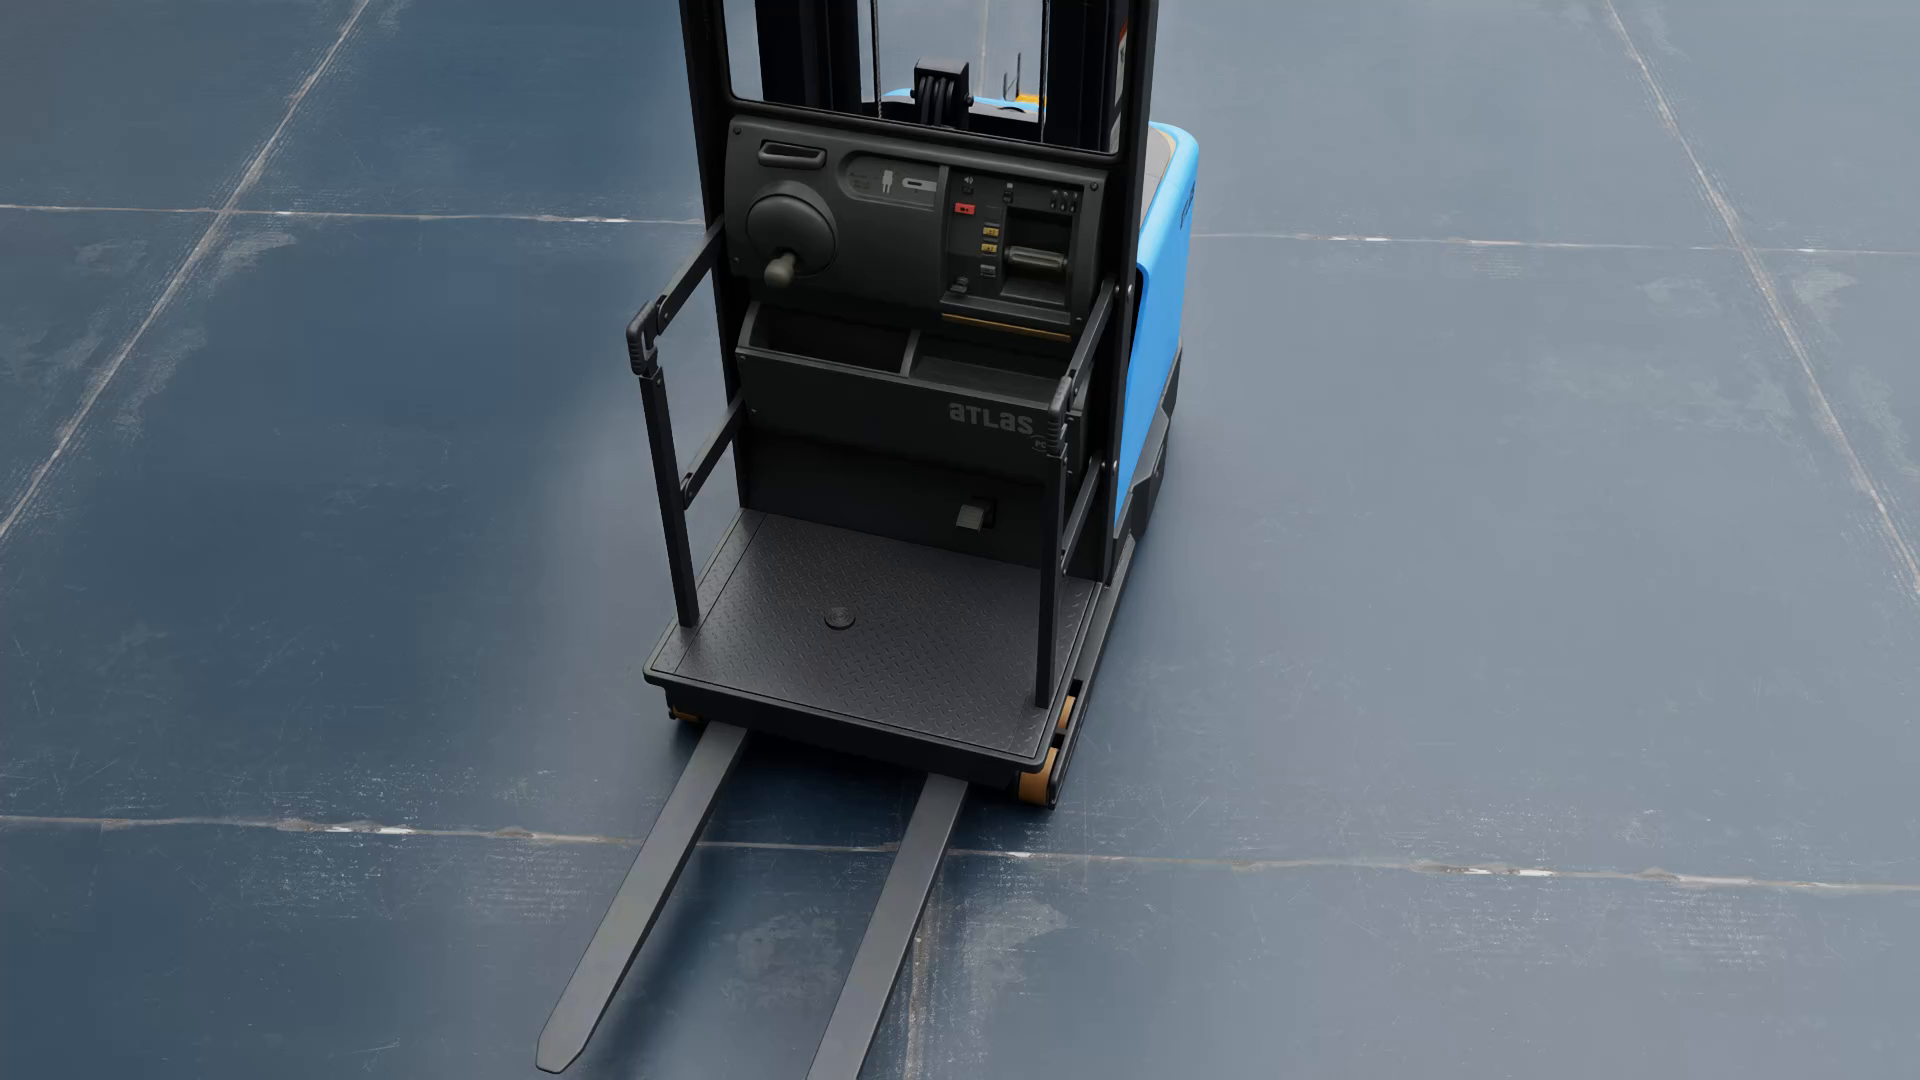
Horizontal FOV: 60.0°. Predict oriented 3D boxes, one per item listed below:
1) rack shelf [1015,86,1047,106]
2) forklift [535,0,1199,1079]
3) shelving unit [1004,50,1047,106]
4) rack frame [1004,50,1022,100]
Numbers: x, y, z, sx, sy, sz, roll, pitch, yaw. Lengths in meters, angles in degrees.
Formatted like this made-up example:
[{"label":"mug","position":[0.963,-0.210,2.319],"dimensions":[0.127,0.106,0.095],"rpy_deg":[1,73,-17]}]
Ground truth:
[{"label":"rack shelf","position":[0.282,-1.319,5.483],"dimensions":[0.240,0.259,0.215],"rpy_deg":[11,38,11]},{"label":"forklift","position":[-0.181,-0.667,3.815],"dimensions":[1.130,2.935,3.031],"rpy_deg":[12,44,12]},{"label":"shelving unit","position":[0.273,-1.100,5.646],"dimensions":[0.252,1.050,0.215],"rpy_deg":[11,38,11]},{"label":"rack frame","position":[0.156,-1.123,5.670],"dimensions":[0.008,1.050,0.200],"rpy_deg":[11,38,11]}]
